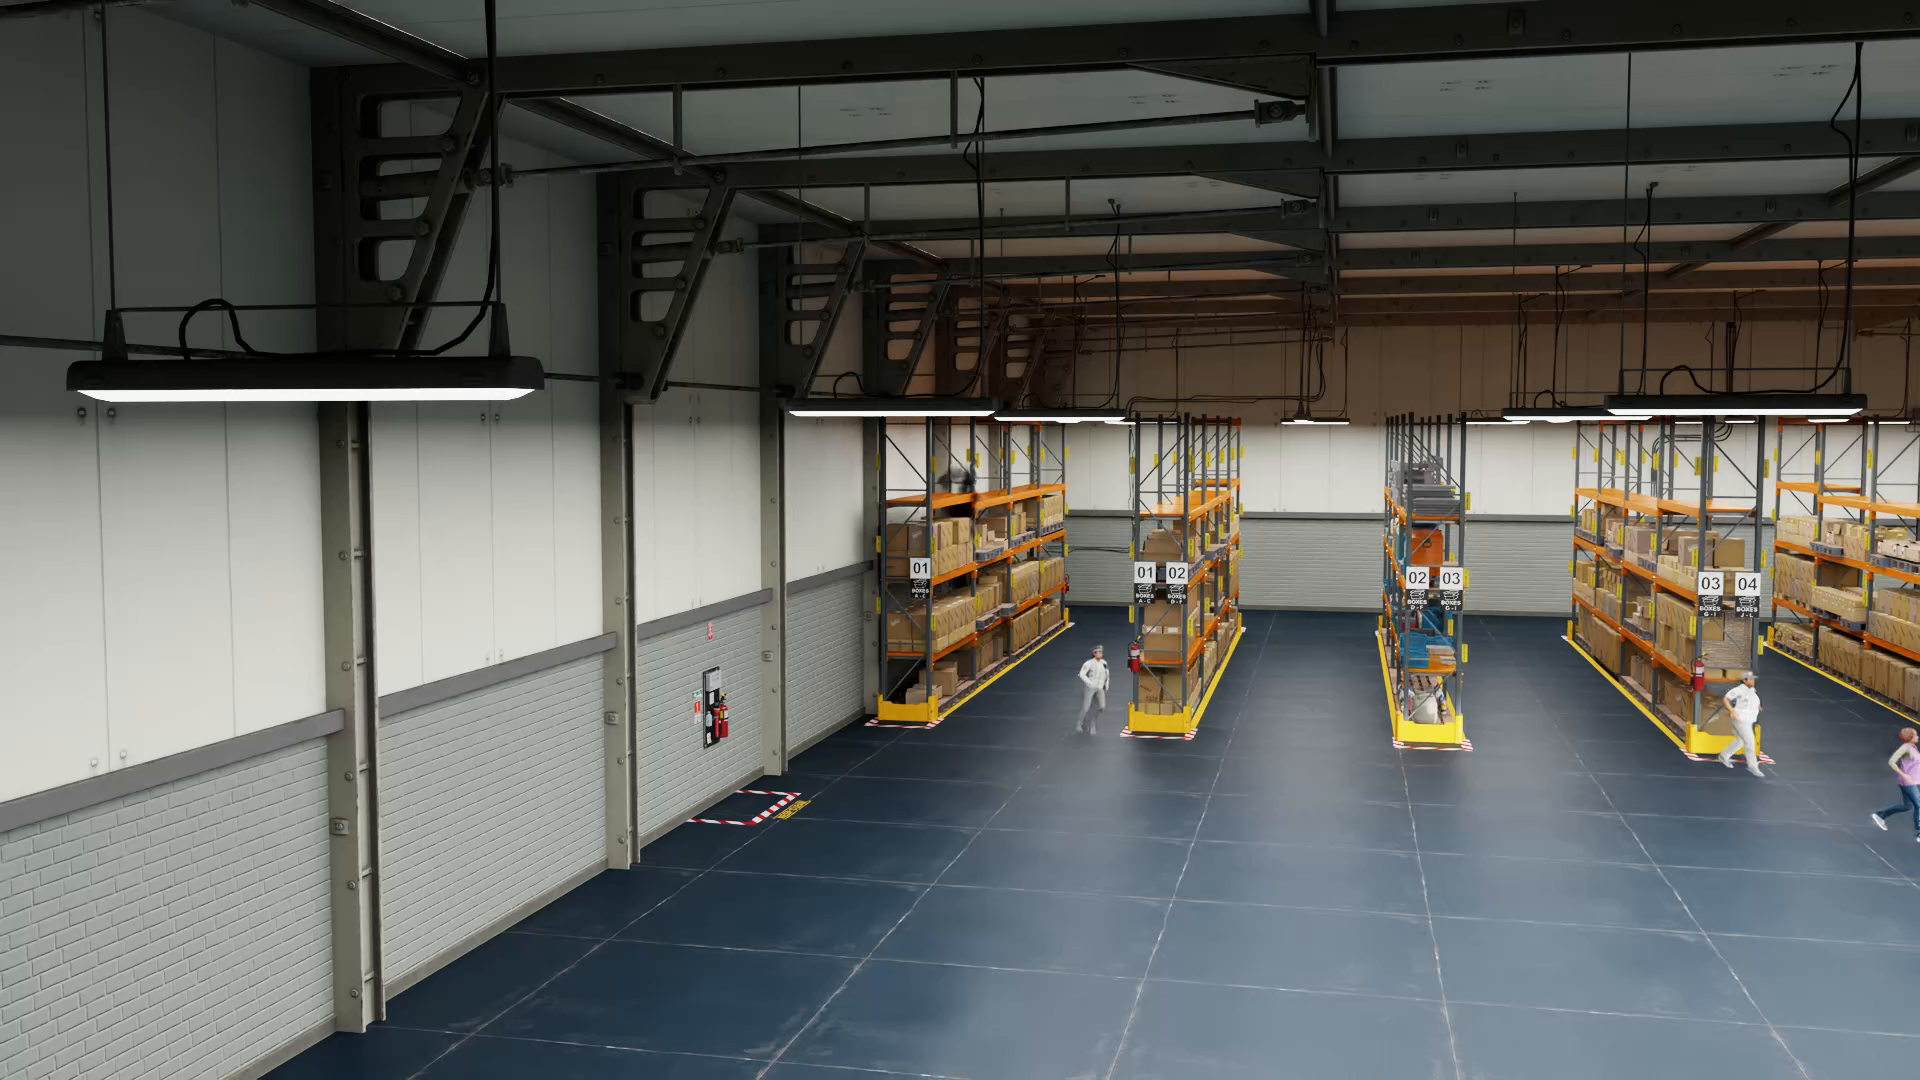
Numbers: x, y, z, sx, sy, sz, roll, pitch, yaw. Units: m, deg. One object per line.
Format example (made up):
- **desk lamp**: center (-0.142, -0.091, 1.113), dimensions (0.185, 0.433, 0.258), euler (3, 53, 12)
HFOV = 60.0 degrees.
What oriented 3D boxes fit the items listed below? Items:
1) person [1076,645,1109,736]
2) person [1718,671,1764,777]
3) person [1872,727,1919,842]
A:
- **person**: center (2.538, 2.797, 31.111), dimensions (0.676, 1.685, 0.644), euler (-1, 4, -19)
- **person**: center (13.025, 3.016, 27.603), dimensions (0.627, 1.682, 0.841), euler (-3, 5, -41)
- **person**: center (13.073, 3.365, 22.964), dimensions (0.864, 1.575, 0.545), euler (3, 5, 41)
